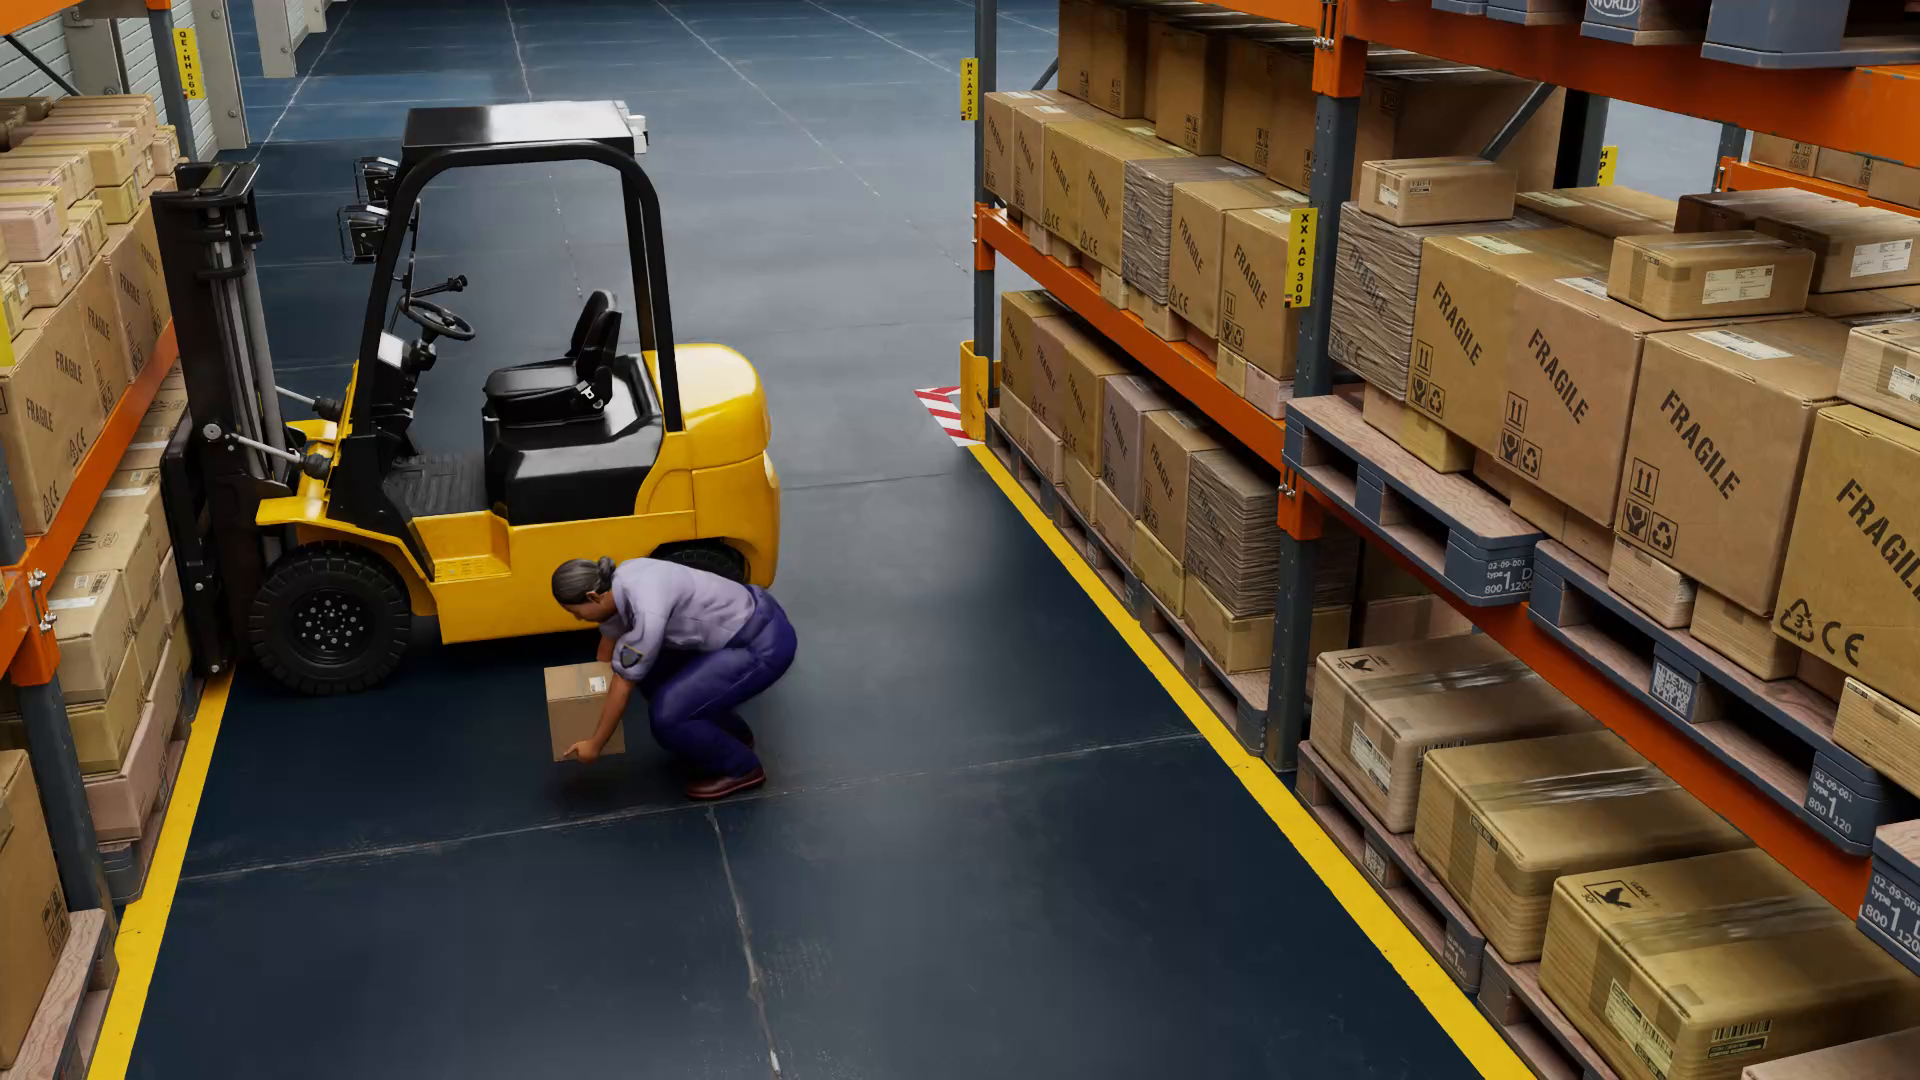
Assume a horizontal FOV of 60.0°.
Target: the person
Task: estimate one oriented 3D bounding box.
[{"bbox_3d":[-1.019,0.449,5.982,0.860,0.938,0.511,-7,24,-16],"label":"person"}]
